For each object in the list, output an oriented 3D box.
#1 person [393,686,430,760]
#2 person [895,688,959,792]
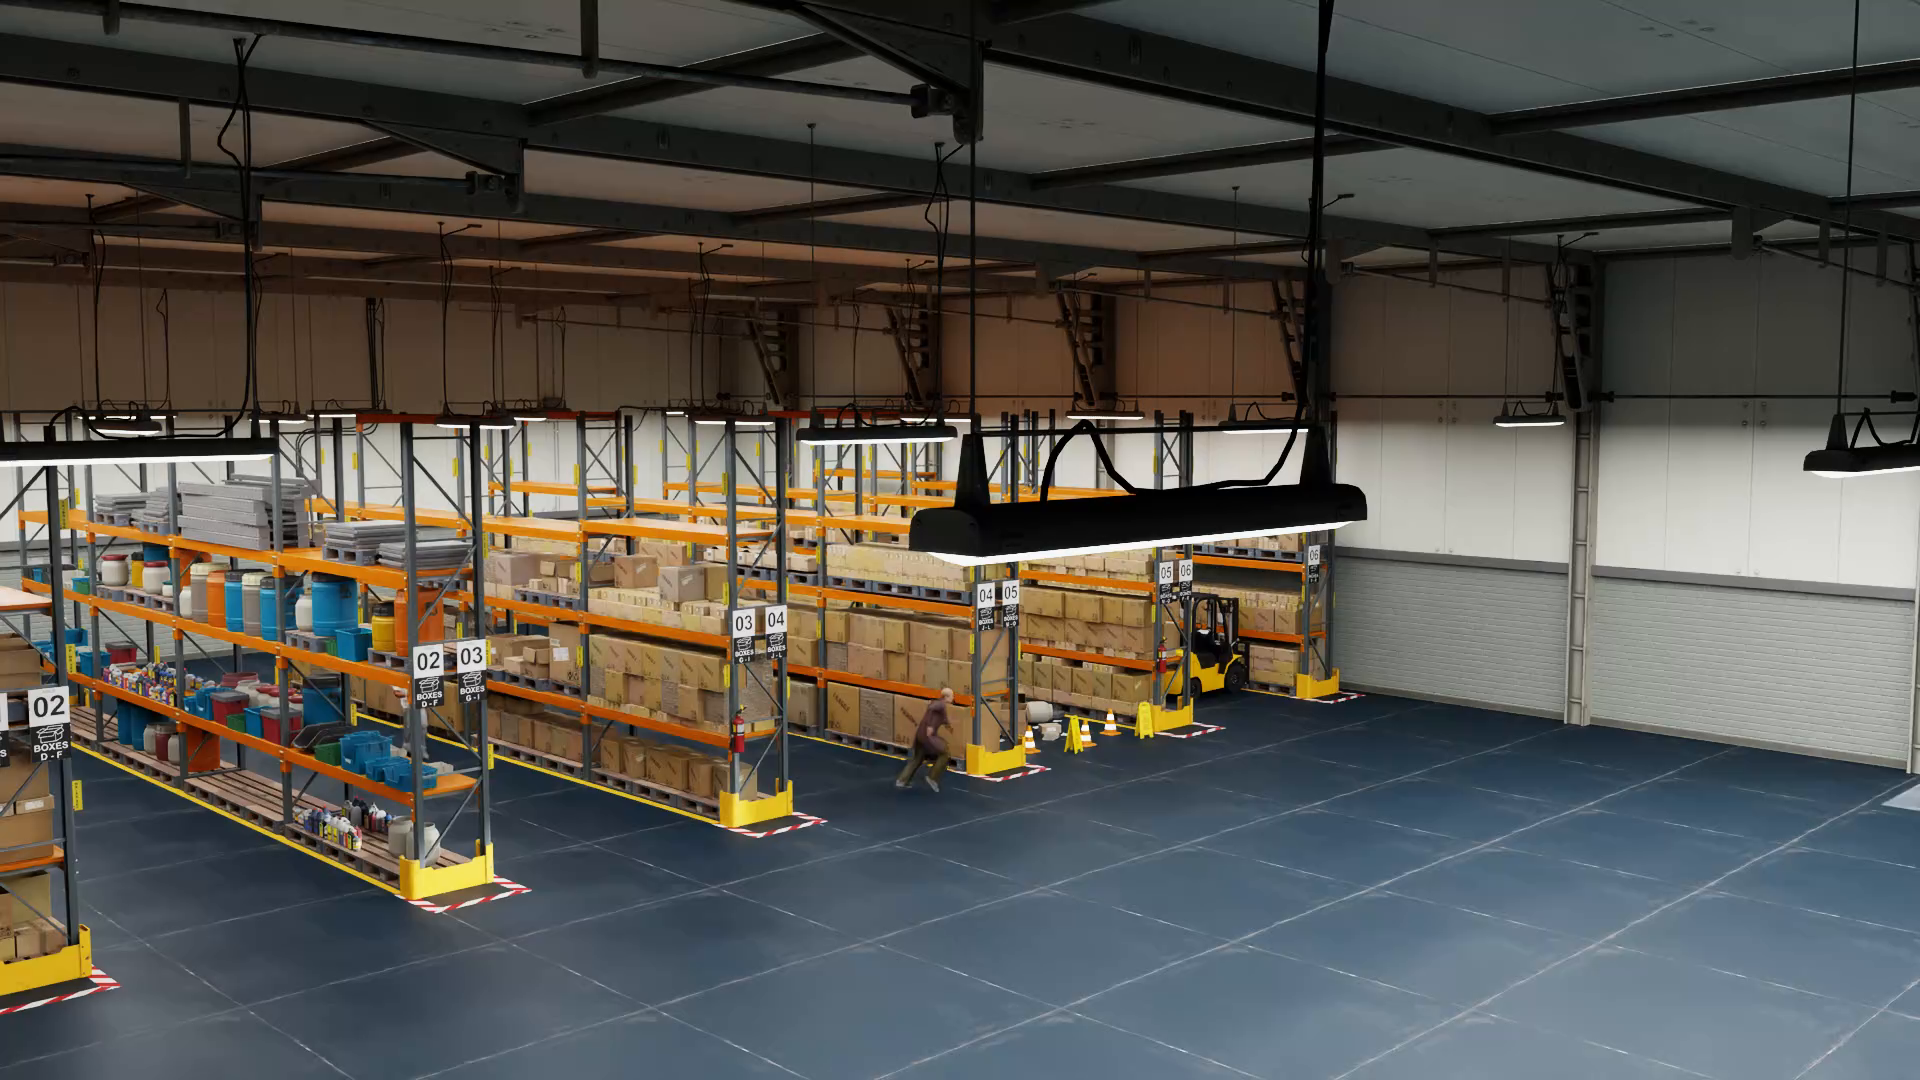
[{"bbox_3d":[-9.596,2.836,29.082,0.670,1.645,0.759,-4,6,-38],"label":"person"},{"bbox_3d":[-0.501,3.222,26.555,1.034,1.703,0.754,-1,5,-11],"label":"person"}]
